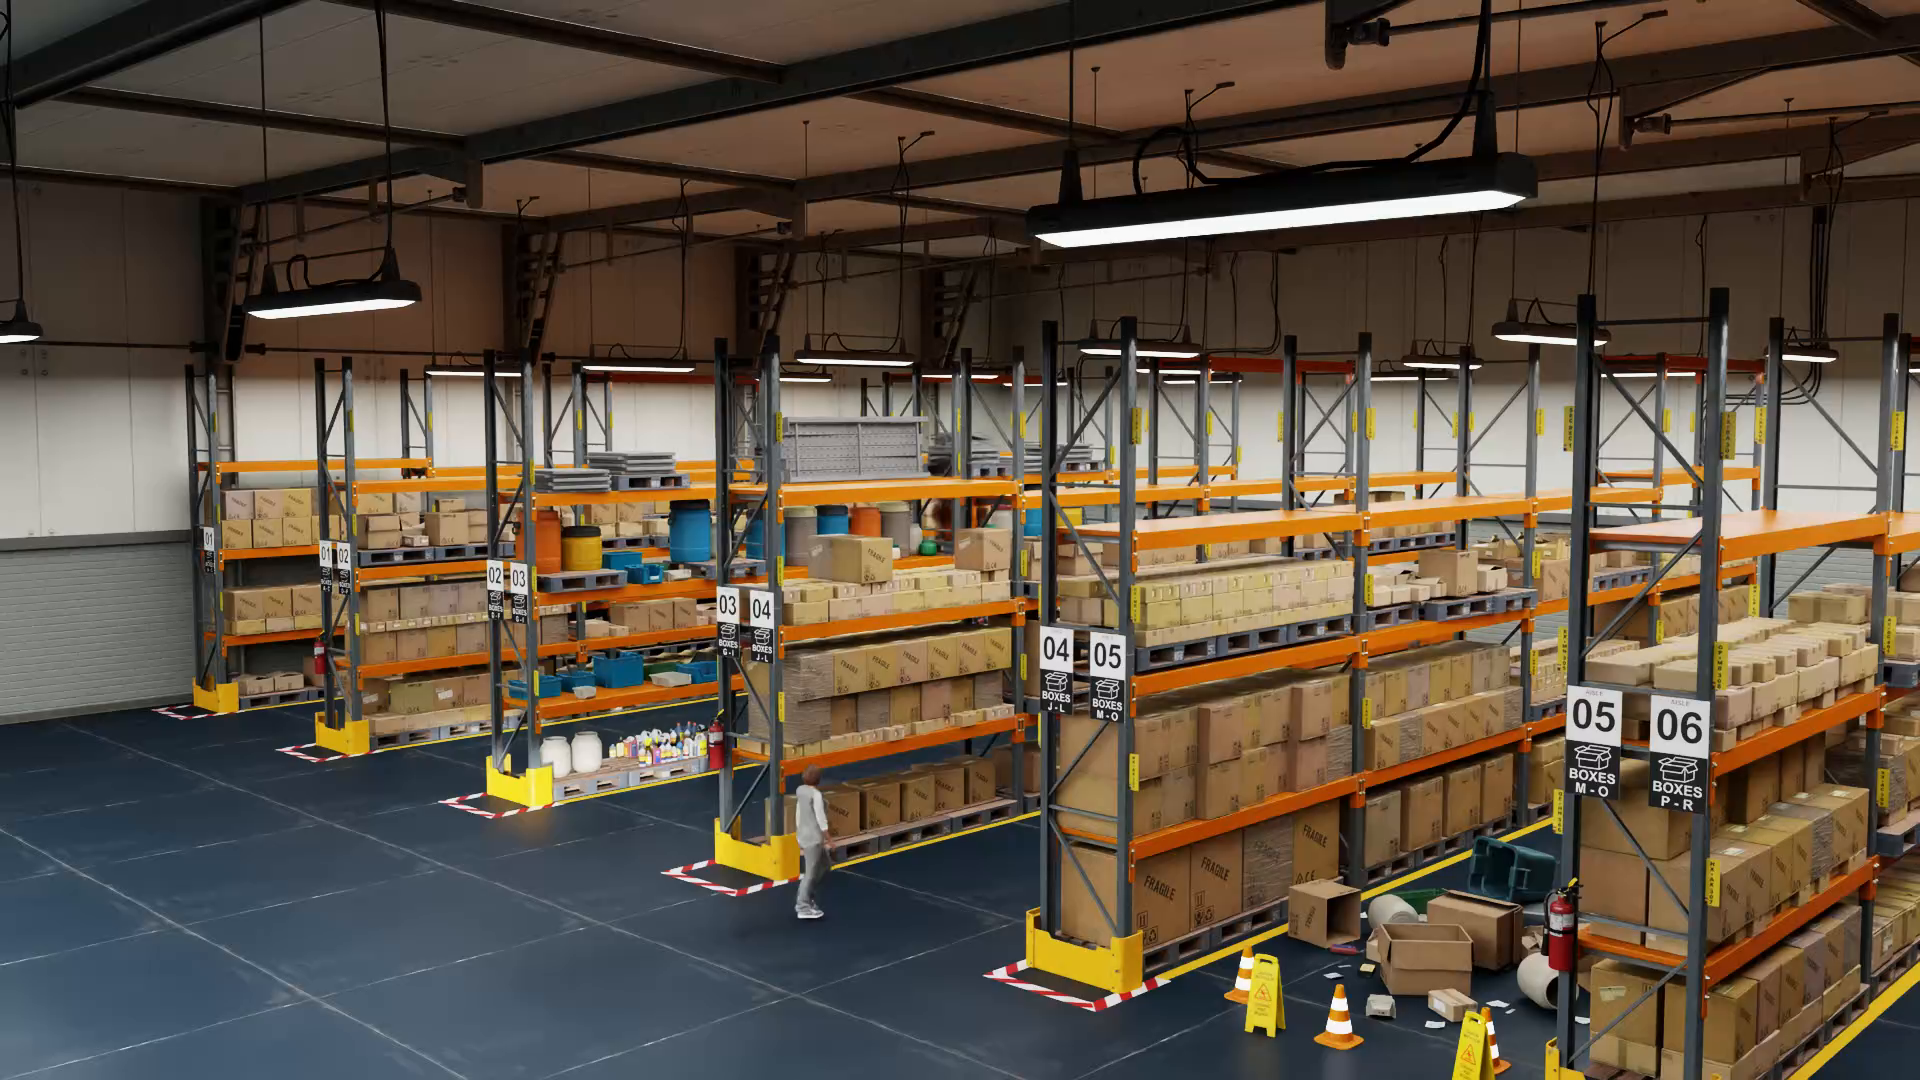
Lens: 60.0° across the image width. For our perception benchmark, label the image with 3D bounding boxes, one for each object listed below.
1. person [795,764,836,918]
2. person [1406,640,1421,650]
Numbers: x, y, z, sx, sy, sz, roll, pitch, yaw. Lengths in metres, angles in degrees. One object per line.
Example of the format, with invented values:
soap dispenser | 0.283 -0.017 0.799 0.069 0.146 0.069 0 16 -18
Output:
person | -1.477 3.069 16.907 0.414 1.601 0.397 -1 5 -14
person | 7.316 2.366 26.553 0.658 1.585 0.490 -4 6 -43
